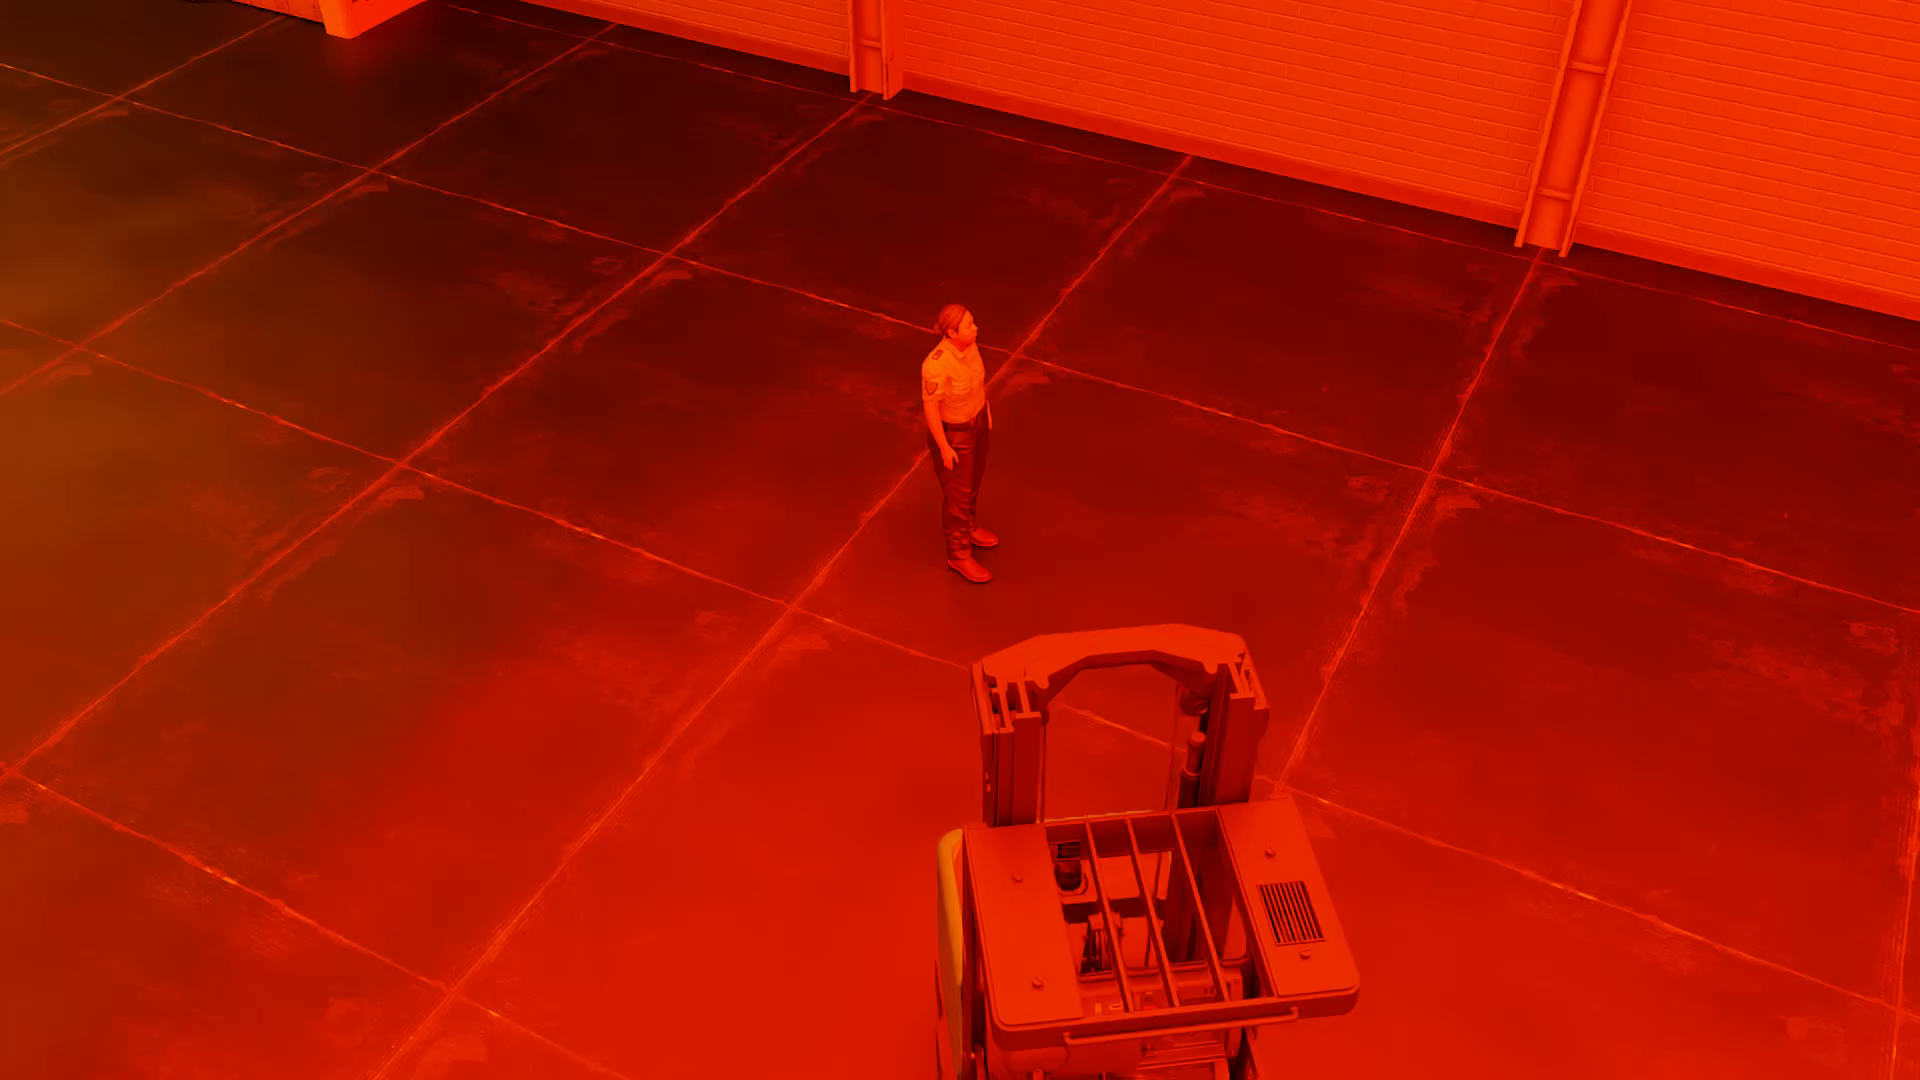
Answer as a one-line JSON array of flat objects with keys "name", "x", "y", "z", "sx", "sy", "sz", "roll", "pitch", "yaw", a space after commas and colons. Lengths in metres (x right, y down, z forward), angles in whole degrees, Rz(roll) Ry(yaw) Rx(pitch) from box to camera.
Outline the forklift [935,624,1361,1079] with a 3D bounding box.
[{"name": "forklift", "x": 0.583, "y": 1.847, "z": 5.793, "sx": 1.130, "sy": 2.935, "sz": 3.031, "roll": -5, "pitch": 40, "yaw": -6}]

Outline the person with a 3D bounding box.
[{"name": "person", "x": 0.070, "y": -0.592, "z": 9.682, "sx": 0.501, "sy": 1.640, "sz": 0.598, "roll": 18, "pitch": 43, "yaw": 21}]
